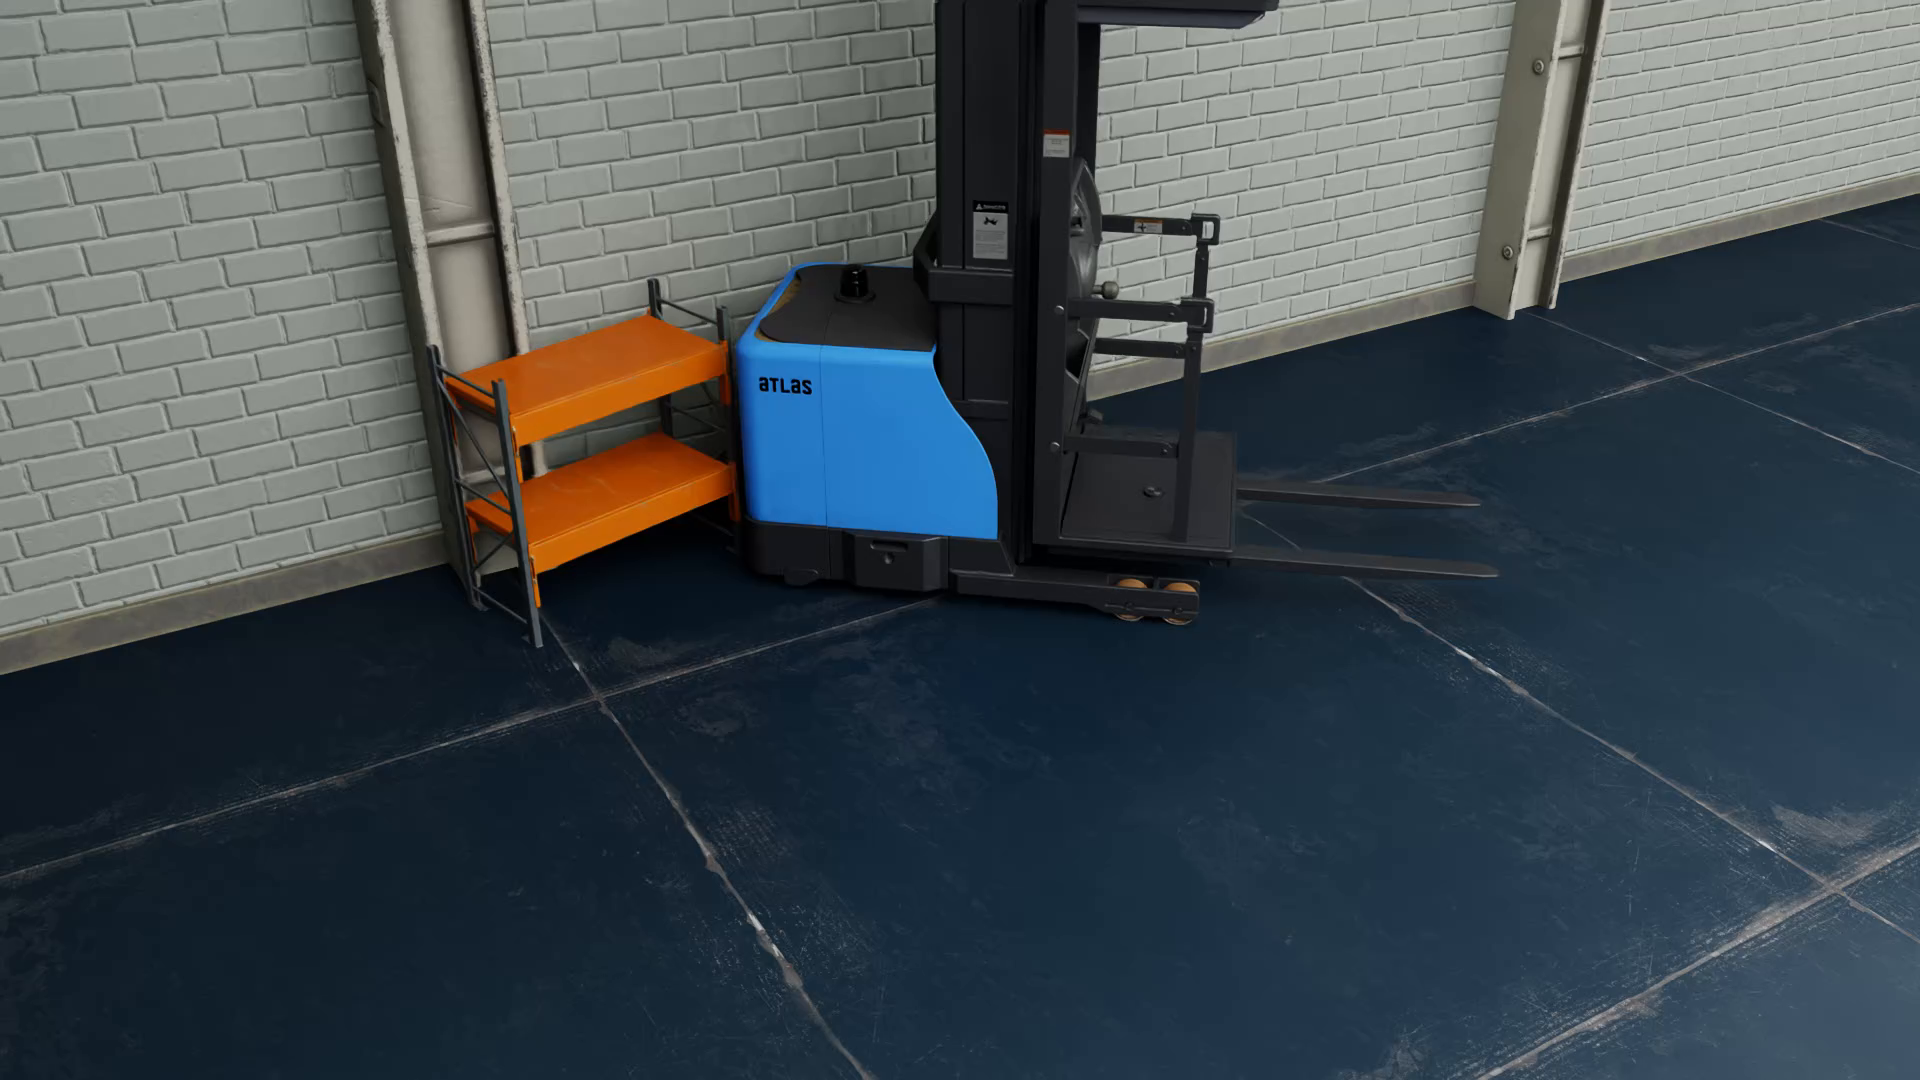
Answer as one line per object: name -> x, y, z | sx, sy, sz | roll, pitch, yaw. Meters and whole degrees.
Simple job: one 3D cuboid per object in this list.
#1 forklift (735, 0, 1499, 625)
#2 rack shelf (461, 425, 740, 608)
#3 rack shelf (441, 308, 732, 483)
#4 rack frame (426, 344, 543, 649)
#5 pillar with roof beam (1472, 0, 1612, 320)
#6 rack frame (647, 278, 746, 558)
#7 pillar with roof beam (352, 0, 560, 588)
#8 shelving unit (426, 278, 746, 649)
forklift -> 0.674, -1.221, 6.429 | 3.031, 2.935, 1.130 | 4, 29, 8
rack shelf -> -1.461, -0.118, 6.805 | 0.538, 0.278, 1.000 | 25, 38, 38
rack shelf -> -1.461, -0.588, 6.545 | 0.538, 0.278, 1.000 | 25, 38, 38
rack frame -> -1.818, -0.156, 6.369 | 0.500, 1.125, 0.032 | 25, 38, 38
pillar with roof beam -> 5.413, -3.520, 4.315 | 0.400, 9.000, 9.100 | -16, 33, -26
rack frame -> -1.105, -0.507, 7.004 | 0.500, 1.125, 0.032 | 25, 38, 38
pillar with roof beam -> 0.240, -2.051, 1.654 | 0.400, 9.000, 9.100 | -16, 33, -26
shelving unit -> -1.461, -0.332, 6.687 | 0.538, 1.125, 1.048 | 25, 38, 38
